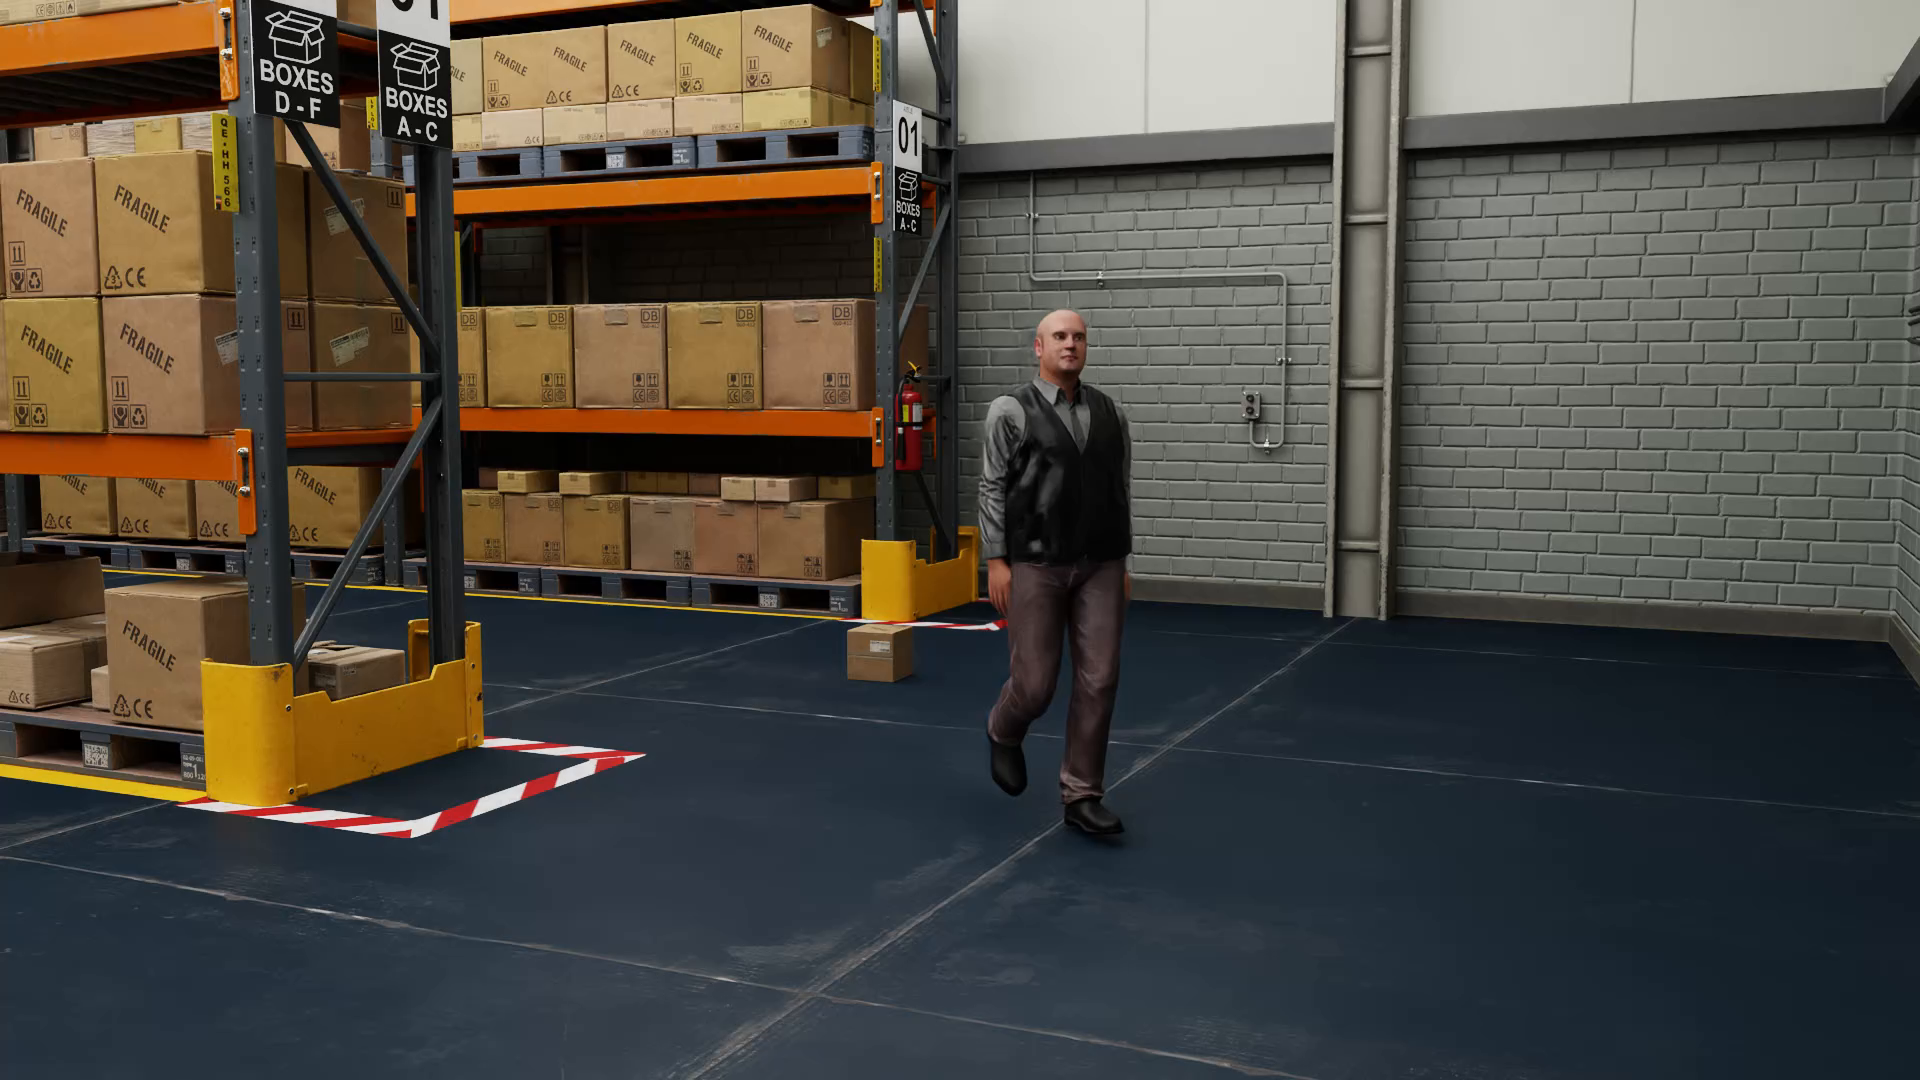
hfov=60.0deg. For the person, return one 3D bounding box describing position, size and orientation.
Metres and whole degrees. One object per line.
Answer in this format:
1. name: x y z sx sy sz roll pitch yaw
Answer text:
1. person: 0.324 0.134 5.542 0.541 1.622 0.658 -2 6 -19
